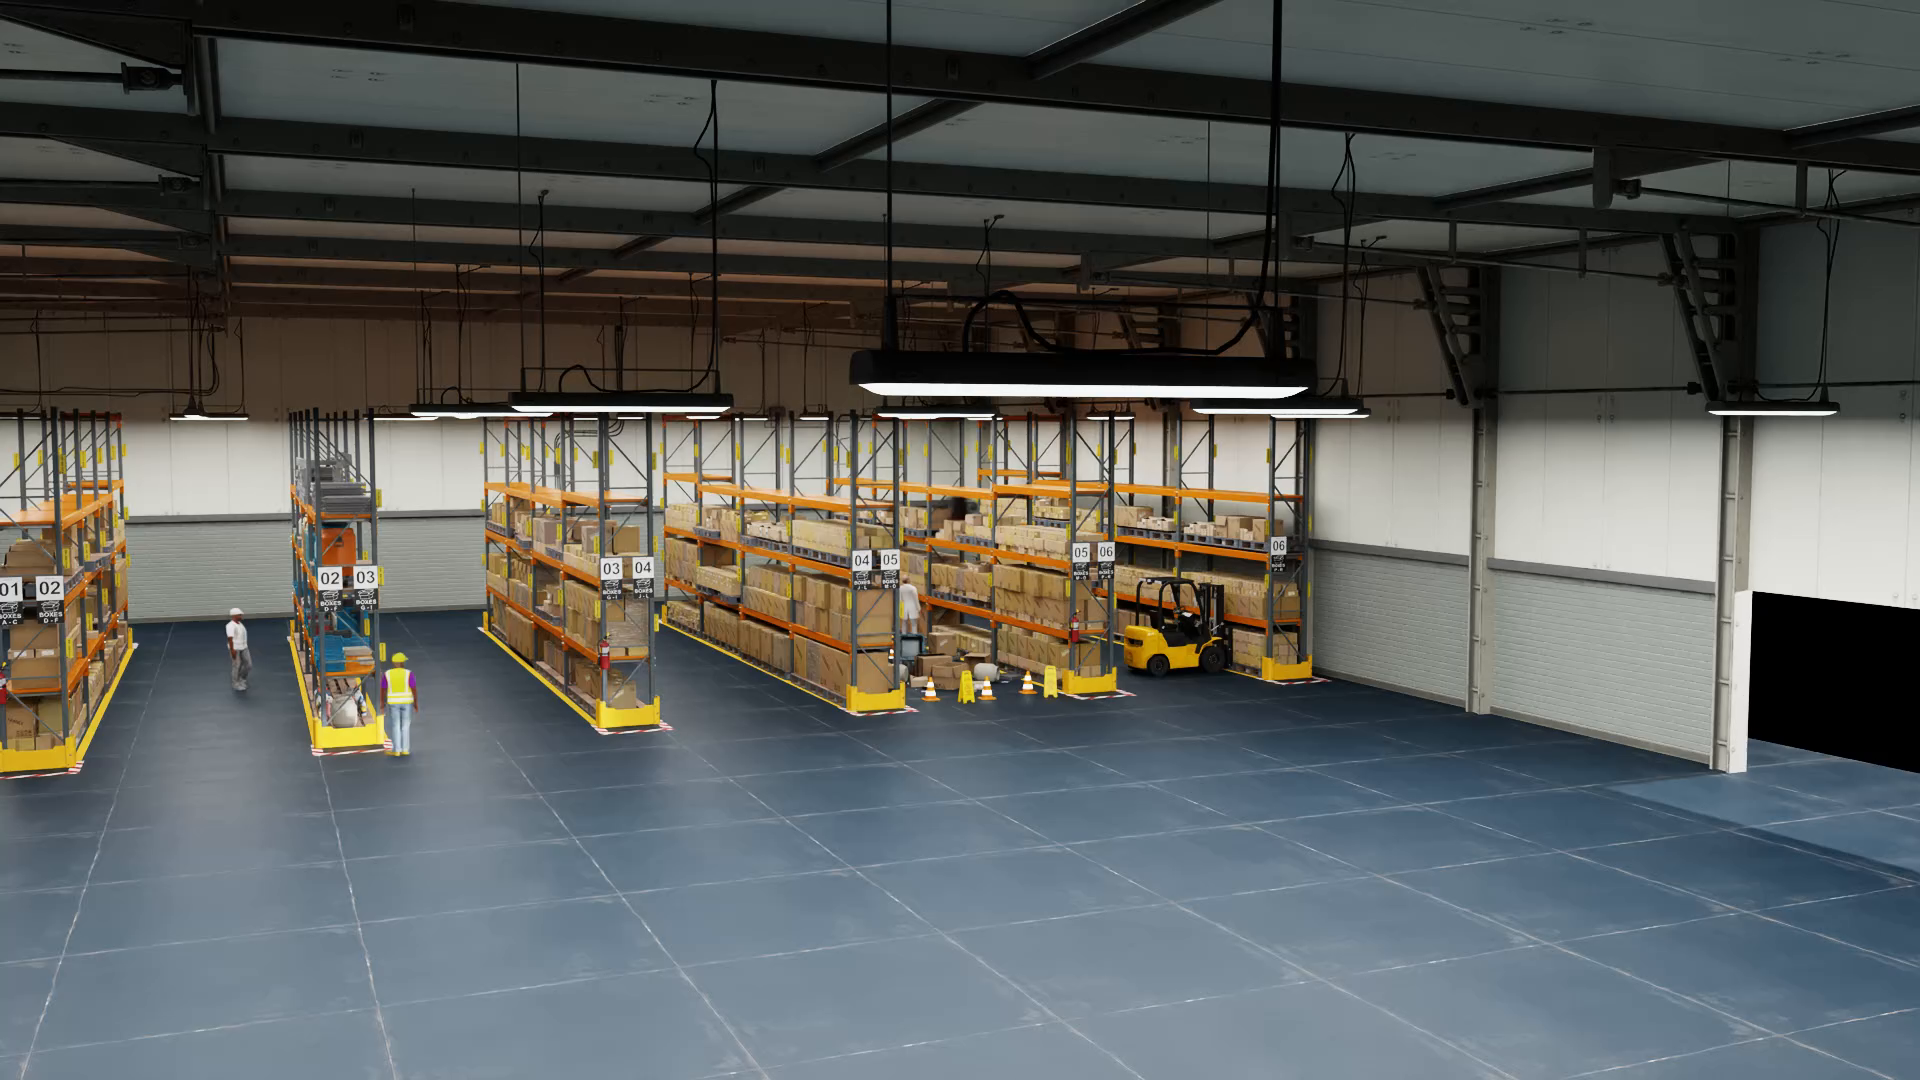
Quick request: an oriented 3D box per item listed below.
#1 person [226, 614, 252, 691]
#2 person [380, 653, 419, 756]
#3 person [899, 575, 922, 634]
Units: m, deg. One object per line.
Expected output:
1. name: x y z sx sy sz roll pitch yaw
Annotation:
1. person: -15.515 2.364 35.755 0.456 1.733 0.622 1 4 18
2. person: -9.667 2.836 28.674 0.641 1.789 0.387 -1 4 -13
3. person: -1.229 1.709 40.715 0.618 1.761 0.655 1 4 9
